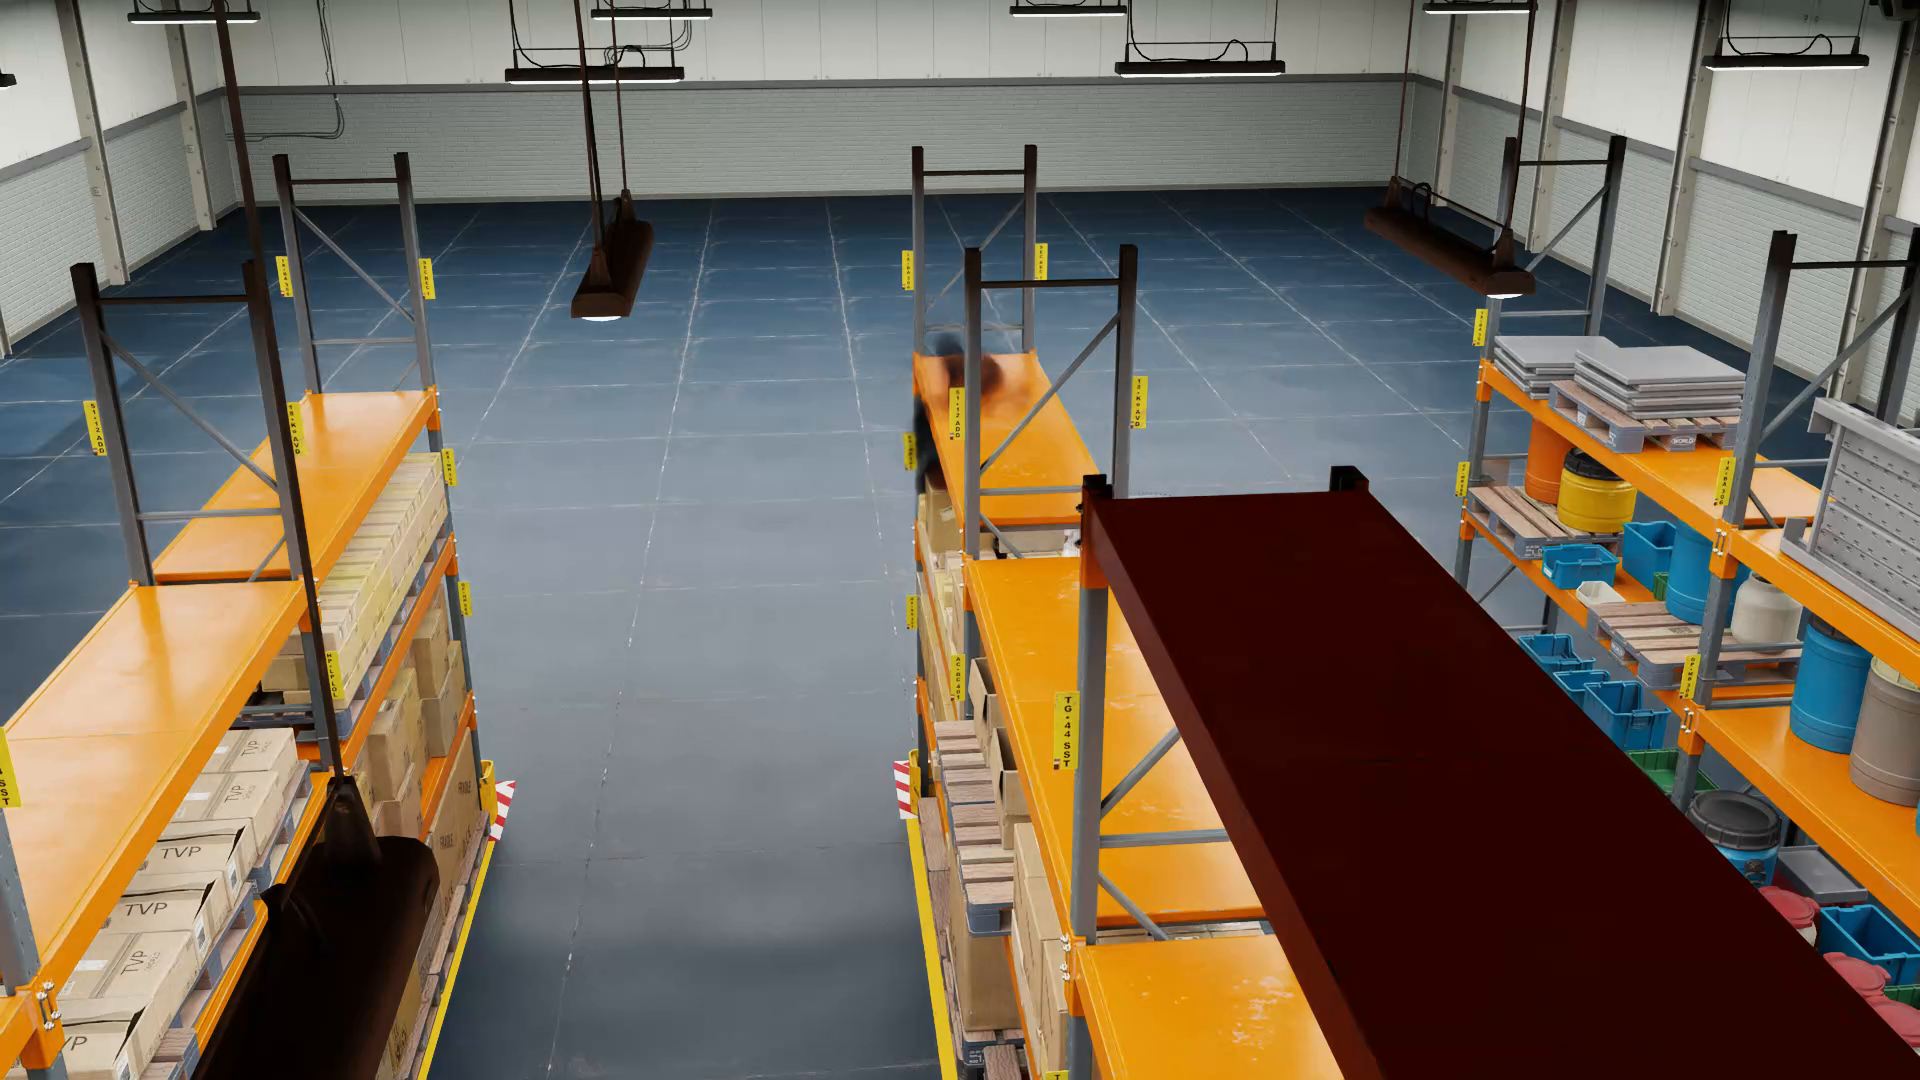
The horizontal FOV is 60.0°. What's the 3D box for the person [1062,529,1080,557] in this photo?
[{"bbox_3d":[1.334,0.203,18.730,0.772,1.817,0.685,12,25,28],"label":"person"}]
